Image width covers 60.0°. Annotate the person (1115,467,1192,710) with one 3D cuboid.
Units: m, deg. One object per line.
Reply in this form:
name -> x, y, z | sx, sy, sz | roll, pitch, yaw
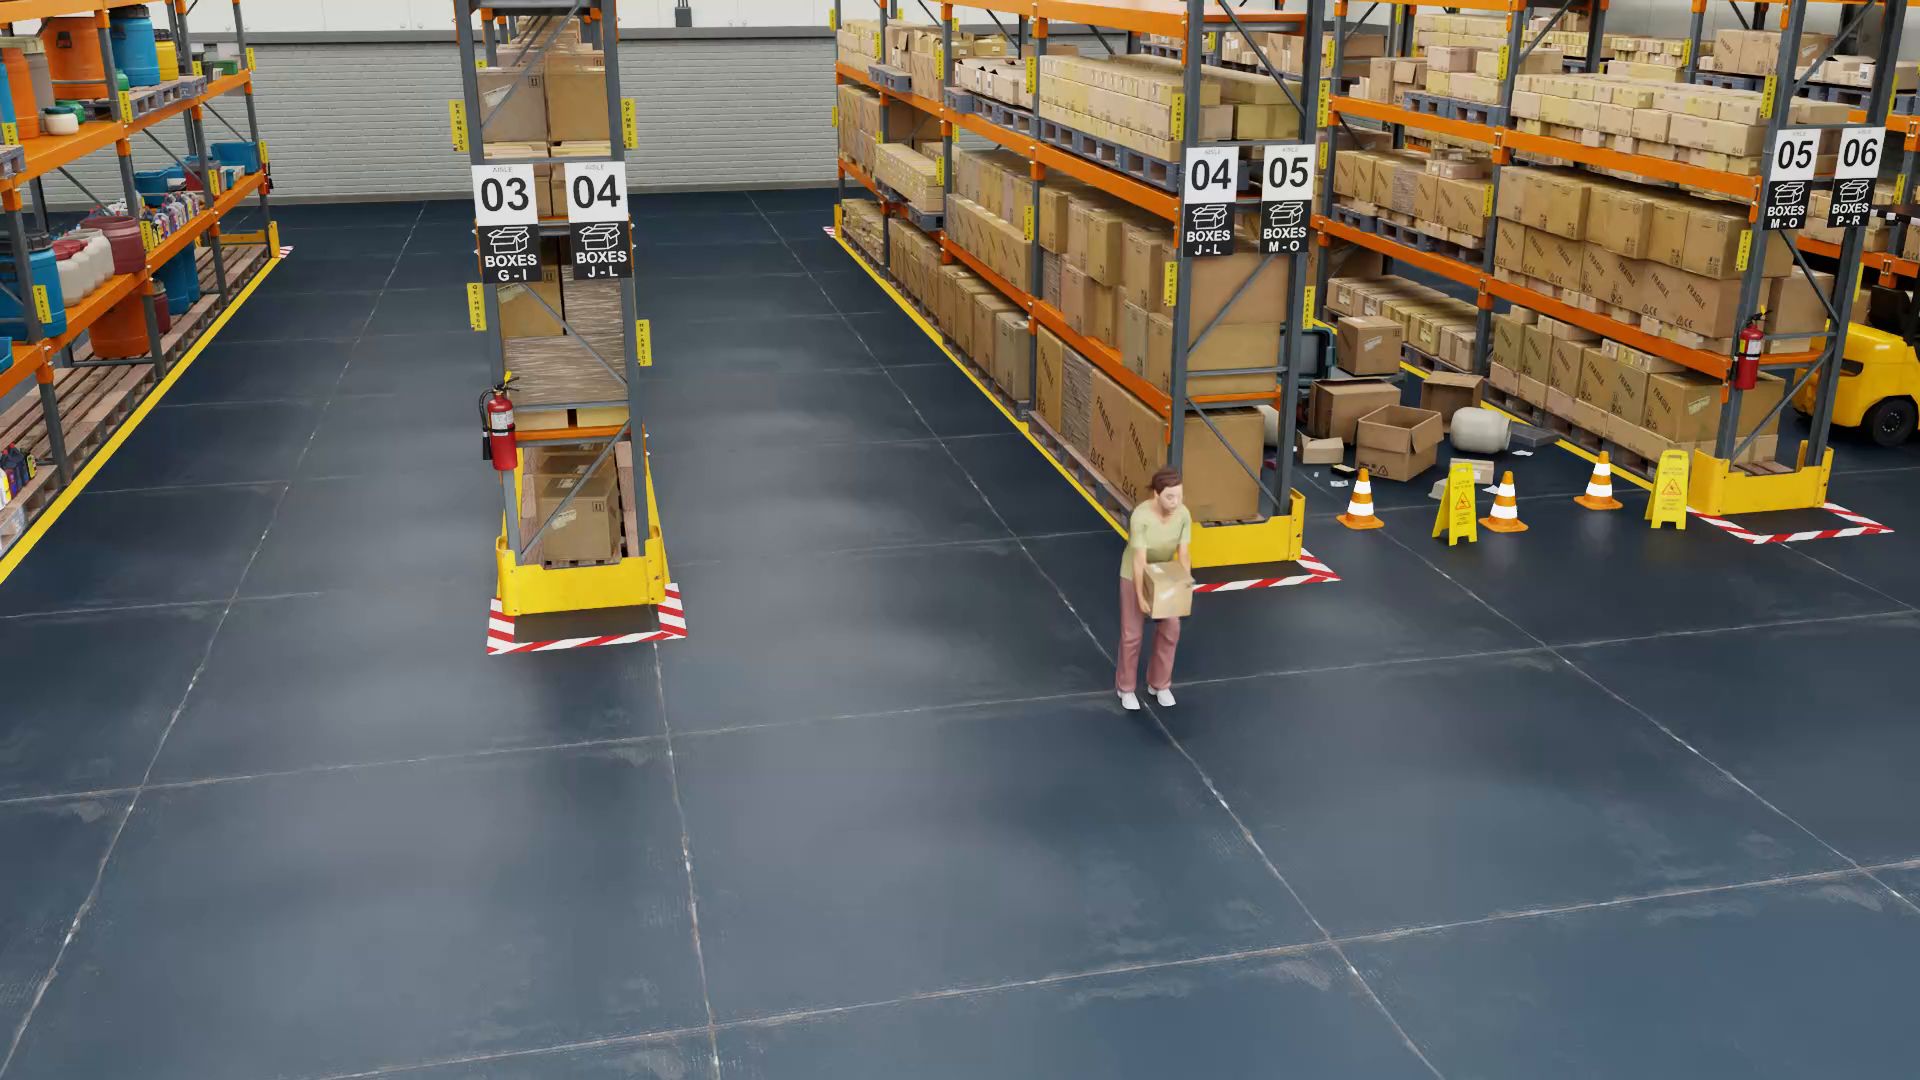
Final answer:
person -> 1.219, 0.294, 10.340 | 0.404, 1.623, 0.539 | -5, 20, -13
